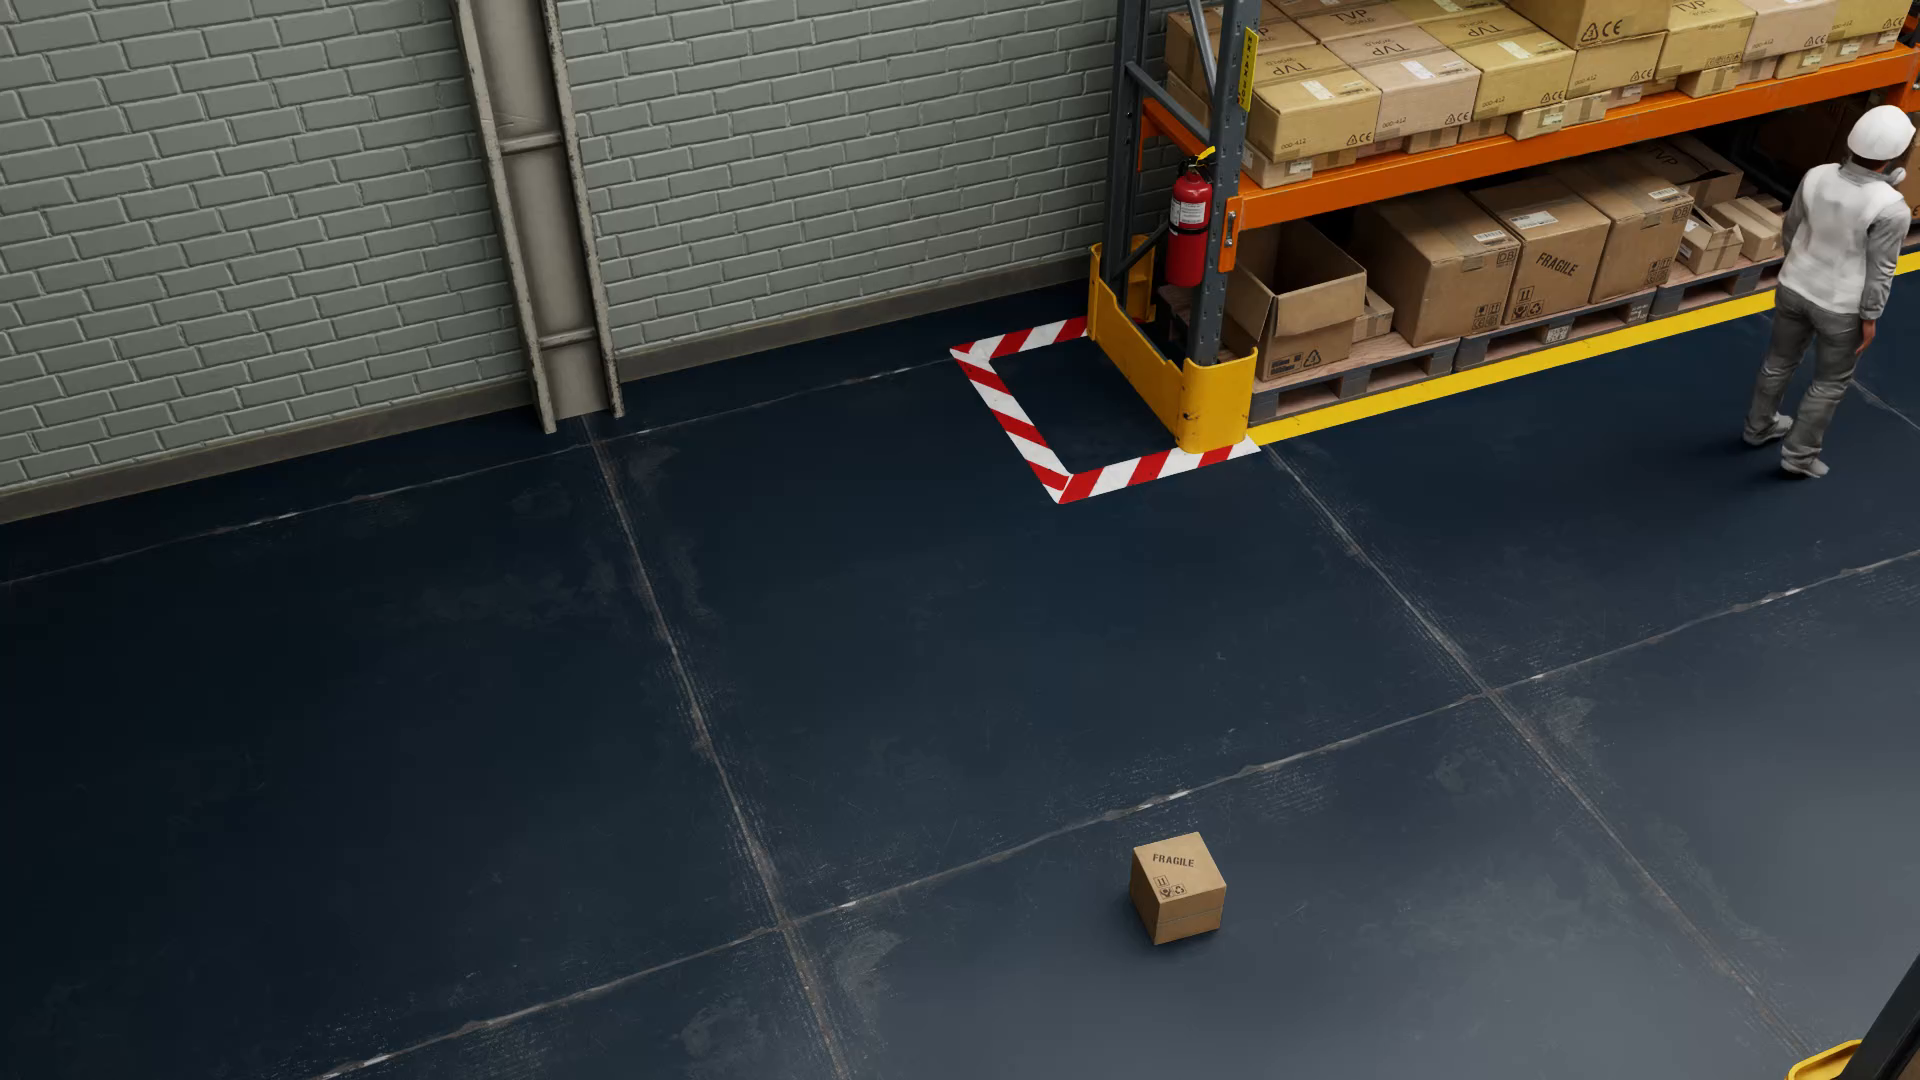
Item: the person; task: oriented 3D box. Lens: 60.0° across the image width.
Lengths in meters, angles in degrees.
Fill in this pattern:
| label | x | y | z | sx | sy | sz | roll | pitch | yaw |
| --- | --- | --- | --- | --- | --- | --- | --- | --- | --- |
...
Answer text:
| label | x | y | z | sx | sy | sz | roll | pitch | yaw |
| --- | --- | --- | --- | --- | --- | --- | --- | --- | --- |
| person | 3.860 | -1.087 | 7.377 | 0.452 | 1.841 | 0.576 | -21 | 46 | -22 |
